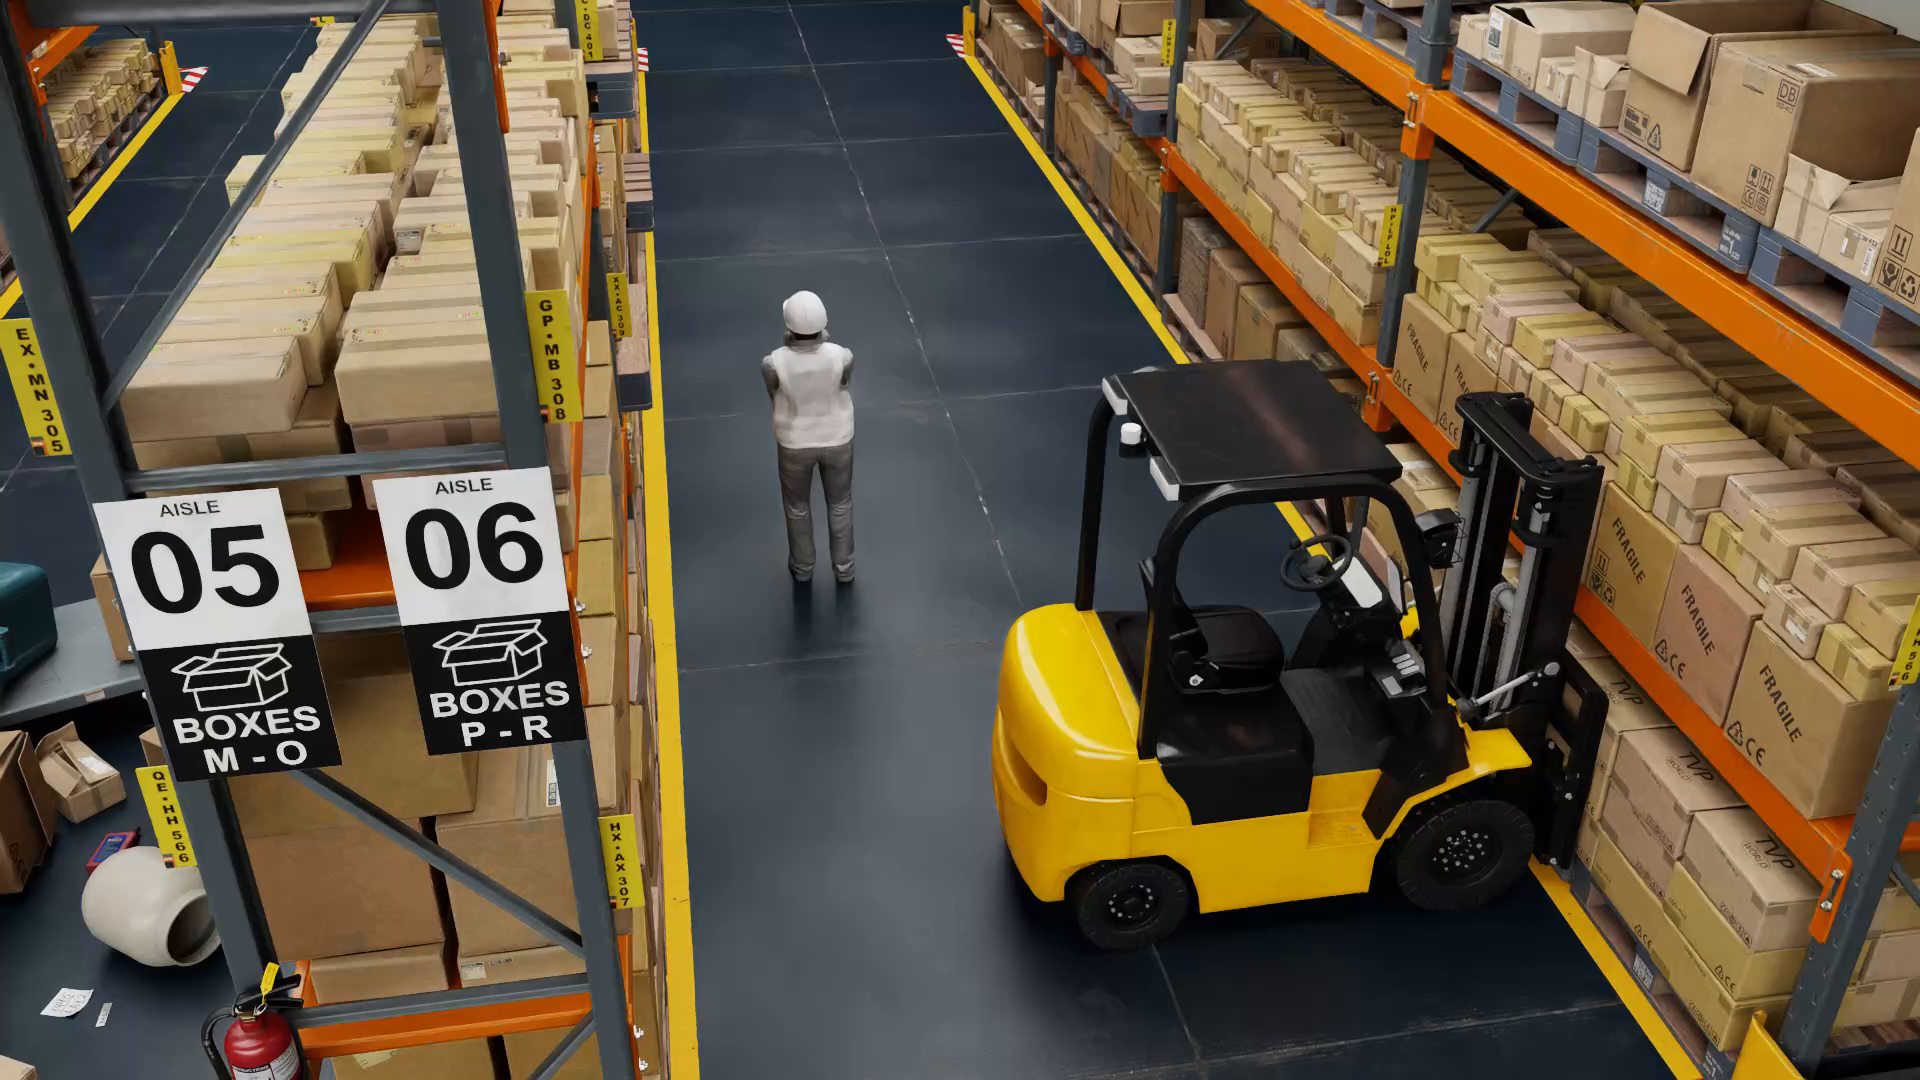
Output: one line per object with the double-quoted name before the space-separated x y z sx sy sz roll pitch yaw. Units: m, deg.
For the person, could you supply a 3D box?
"person" -0.826 -0.593 9.129 0.494 1.762 0.554 -5 31 -9
